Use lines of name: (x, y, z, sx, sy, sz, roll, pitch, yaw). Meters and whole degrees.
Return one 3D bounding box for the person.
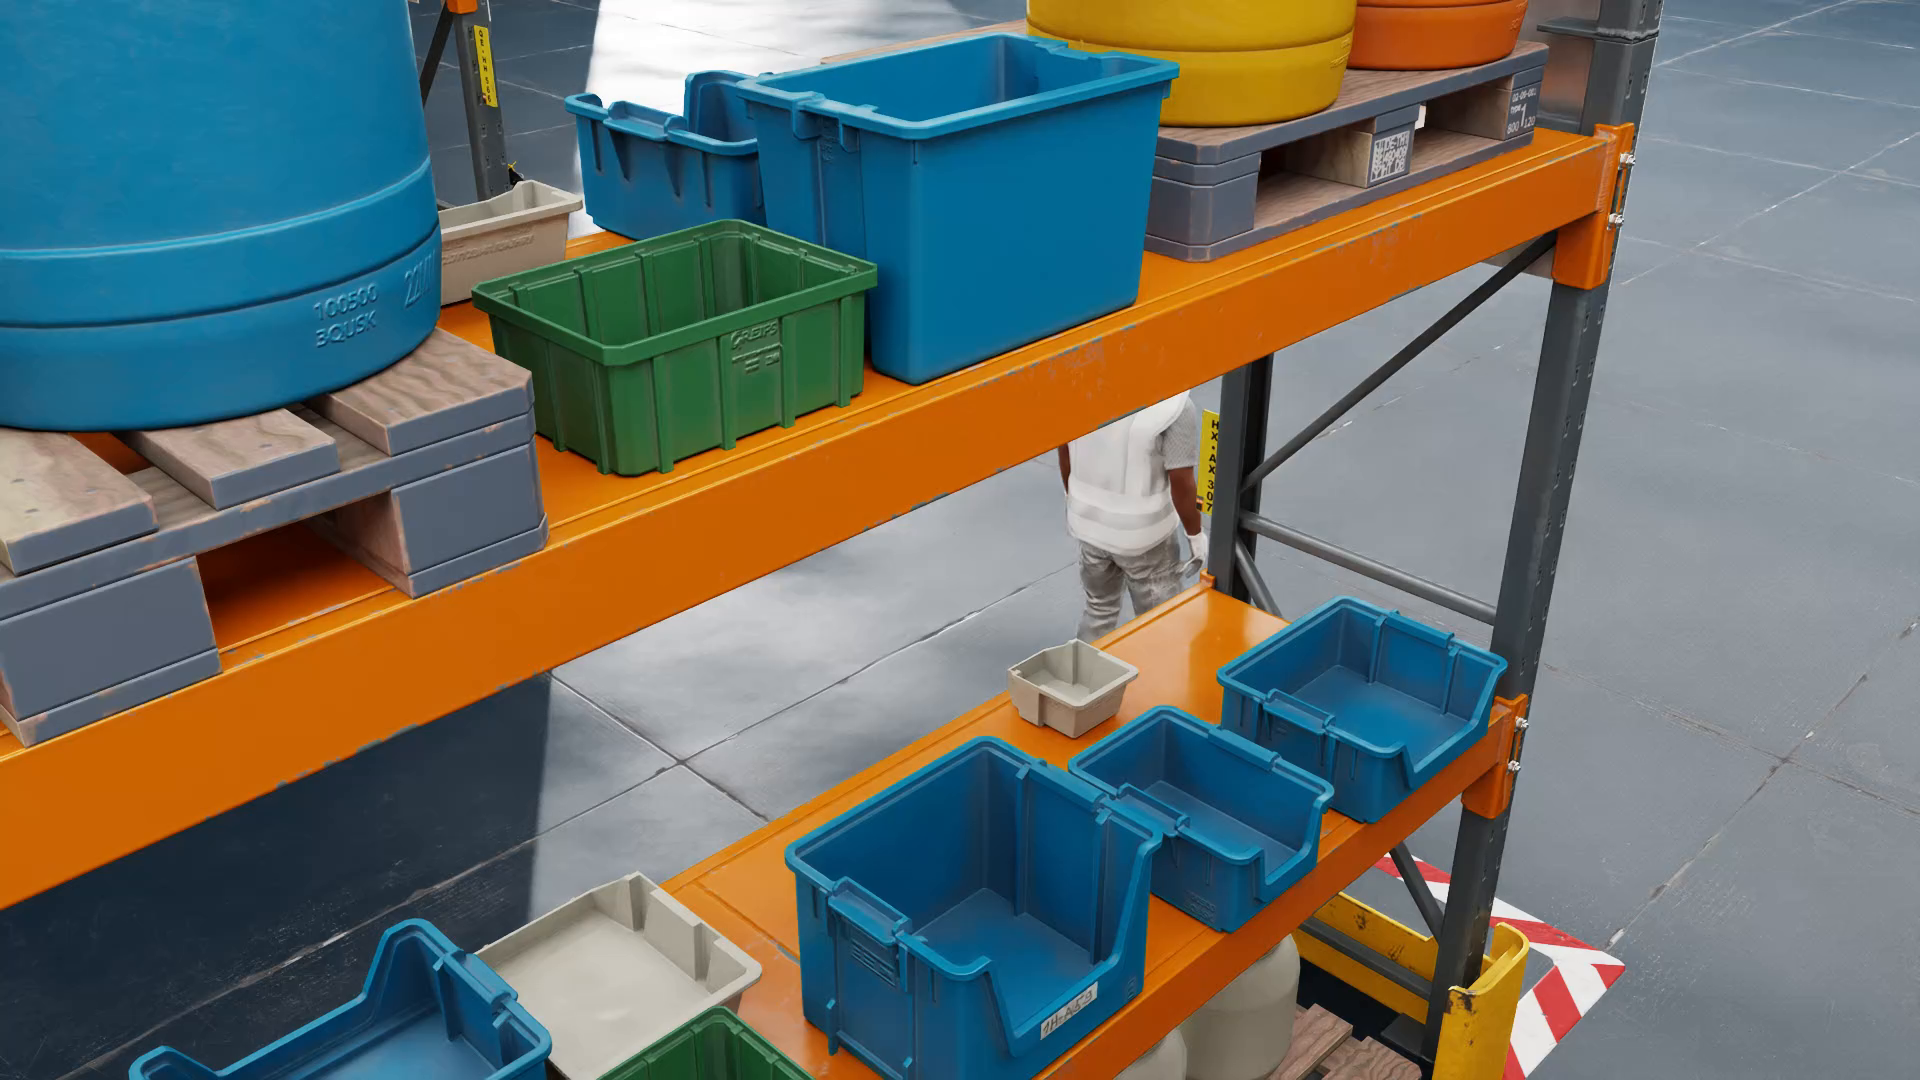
person: (0.640, -0.069, 6.238, 0.631, 1.776, 0.443, 23, 35, 36)
